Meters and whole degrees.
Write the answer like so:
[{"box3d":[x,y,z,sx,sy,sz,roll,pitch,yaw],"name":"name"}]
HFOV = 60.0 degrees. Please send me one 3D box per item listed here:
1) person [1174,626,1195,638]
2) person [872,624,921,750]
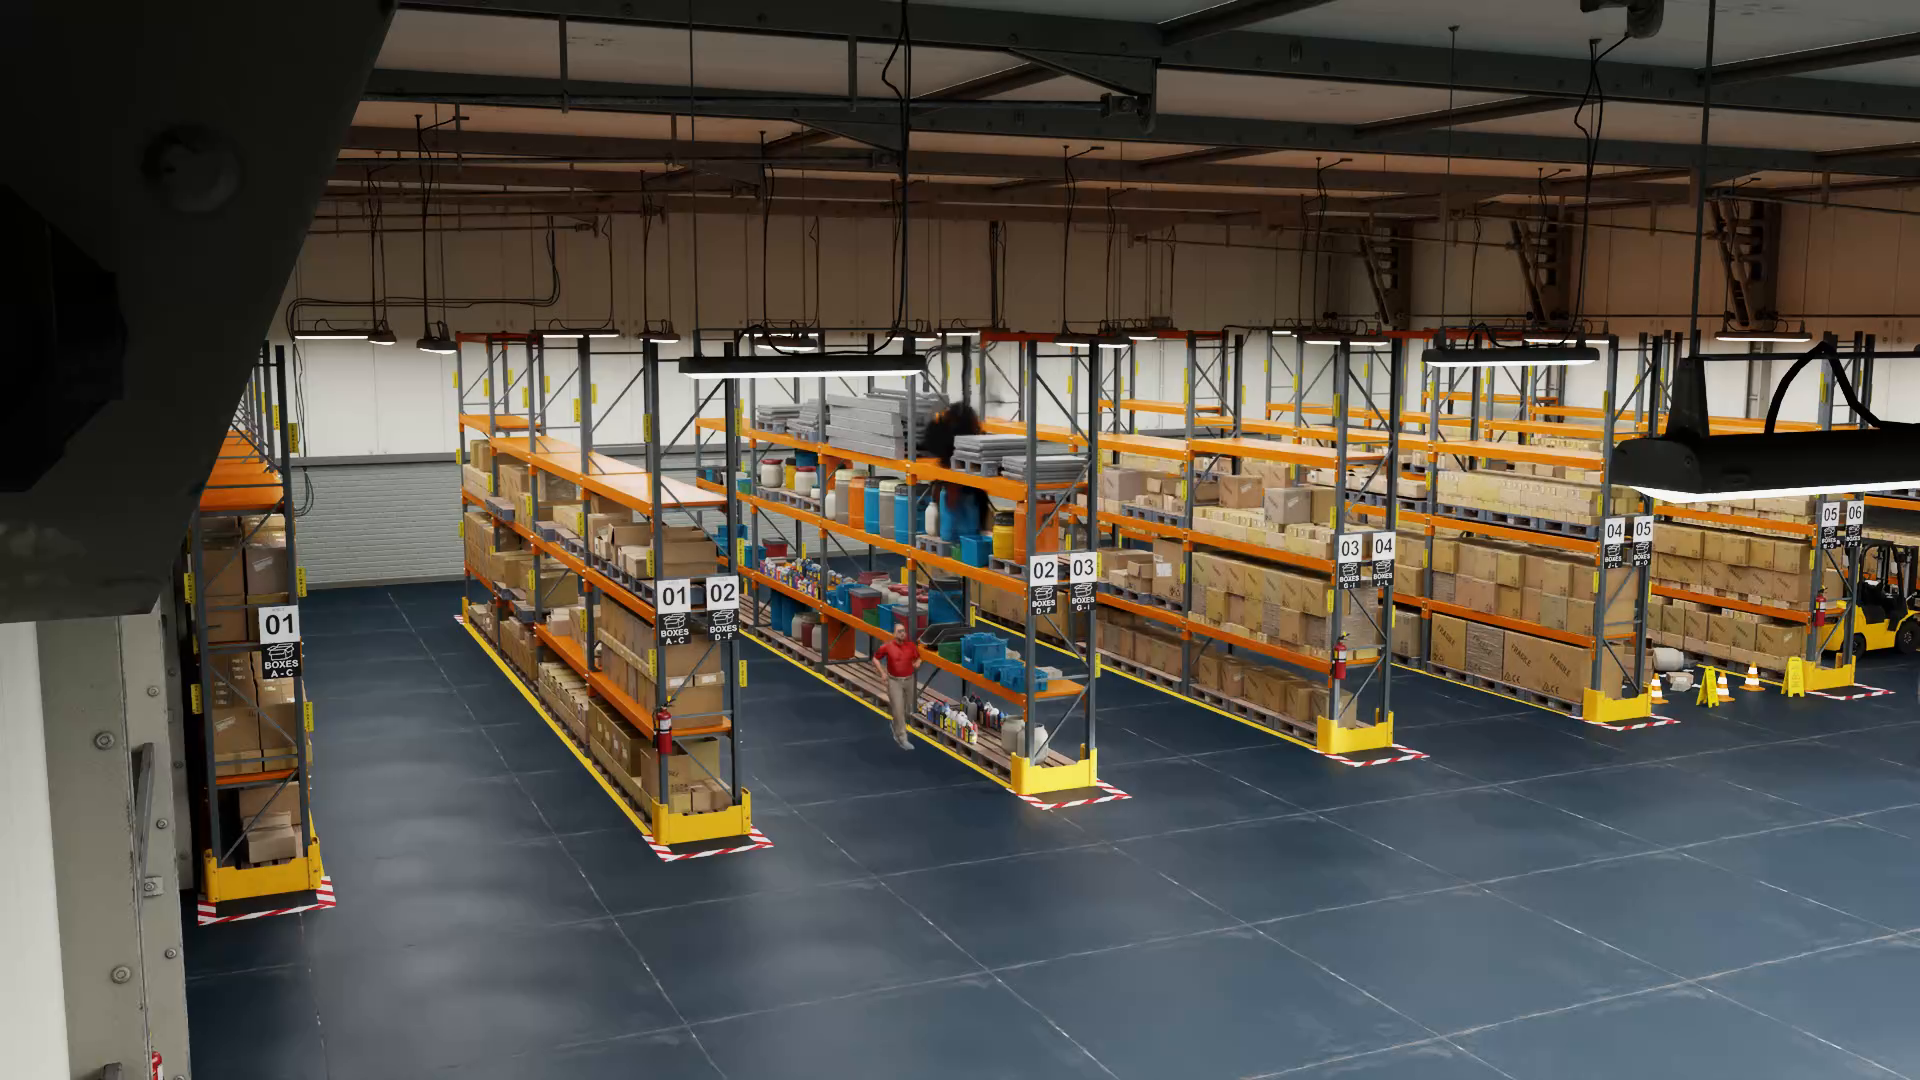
[{"box3d":[4.428,1.247,32.115,0.537,1.561,0.546,-5,9,-35],"name":"person"},{"box3d":[-0.837,2.058,23.405,0.672,1.766,0.892,-4,9,-28],"name":"person"}]
